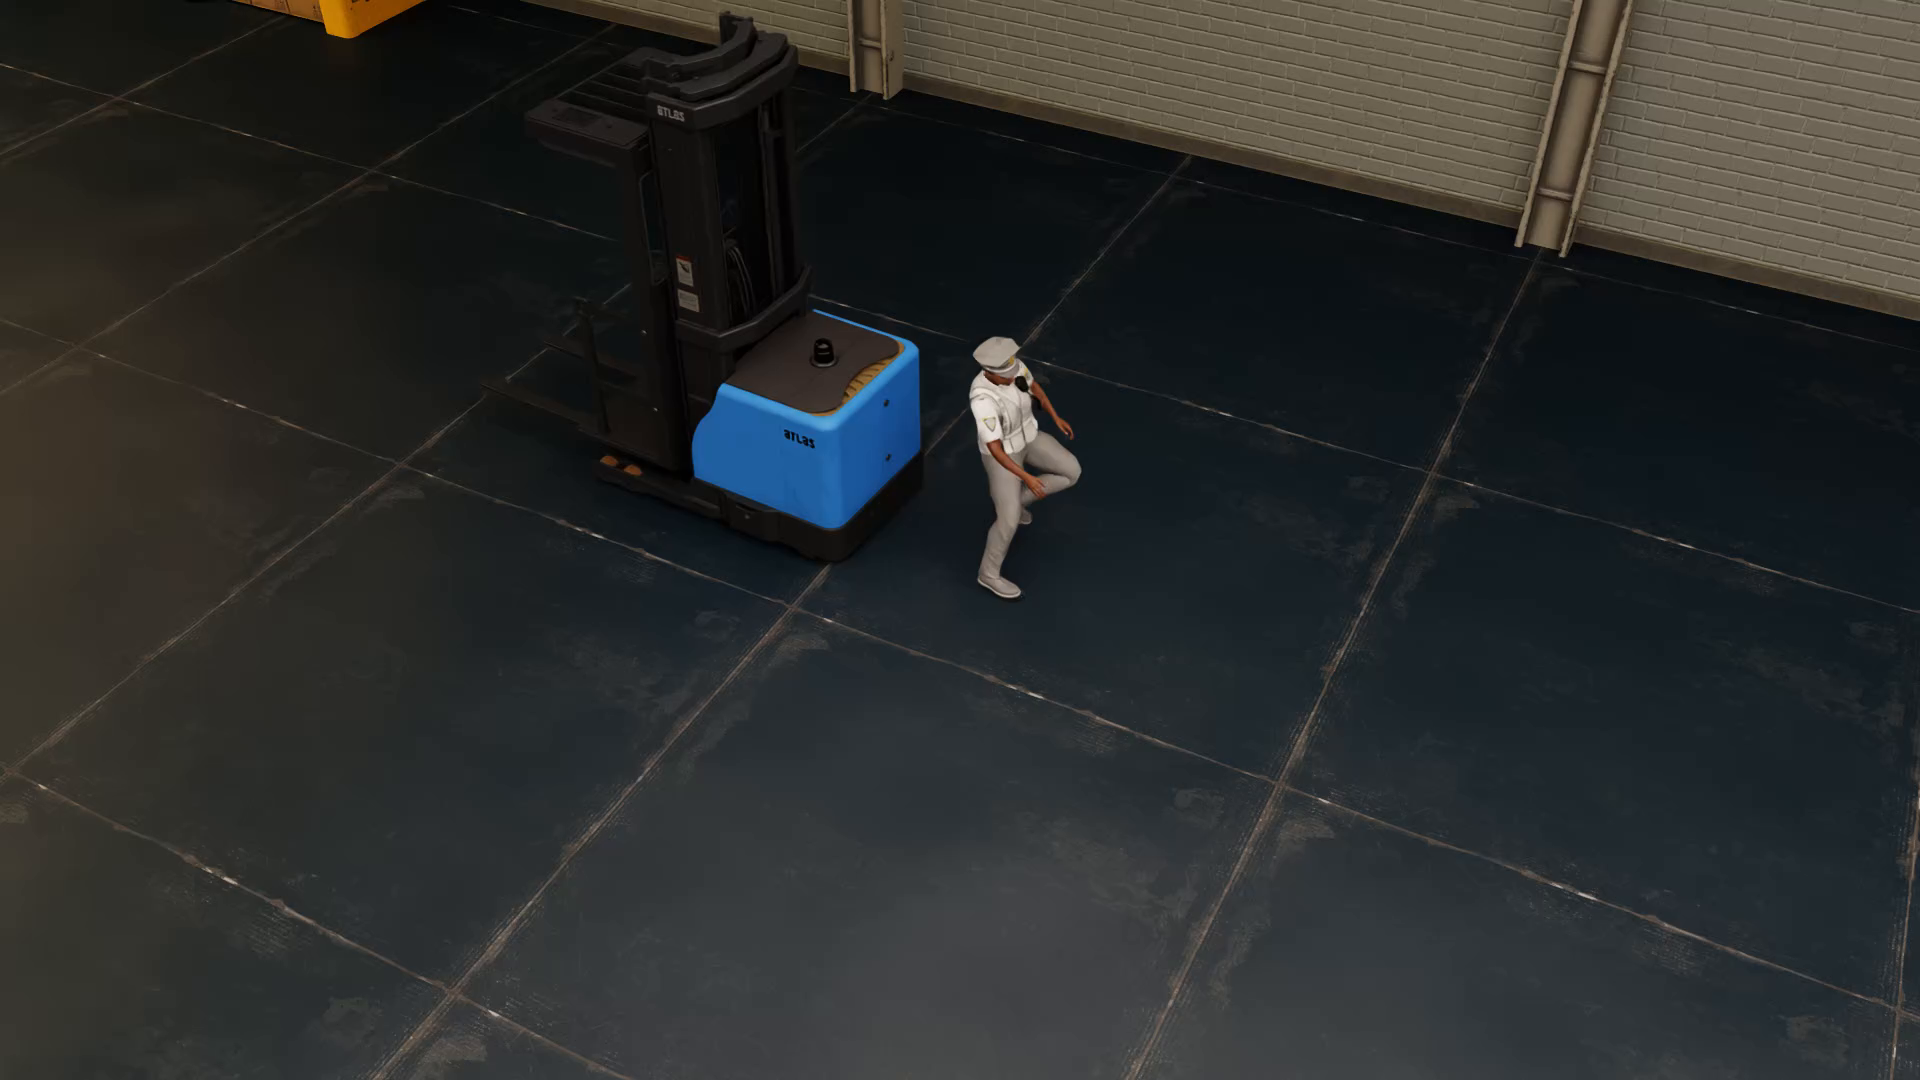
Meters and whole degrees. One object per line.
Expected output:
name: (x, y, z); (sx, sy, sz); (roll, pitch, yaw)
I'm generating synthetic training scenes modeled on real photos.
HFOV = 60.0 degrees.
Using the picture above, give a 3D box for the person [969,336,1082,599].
person: (0.368, -0.470, 9.661); (0.723, 1.483, 0.756); (28, 48, 29)

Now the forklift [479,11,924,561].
forklift: (-1.762, -1.702, 10.007); (3.031, 2.935, 1.130); (21, 44, 23)
